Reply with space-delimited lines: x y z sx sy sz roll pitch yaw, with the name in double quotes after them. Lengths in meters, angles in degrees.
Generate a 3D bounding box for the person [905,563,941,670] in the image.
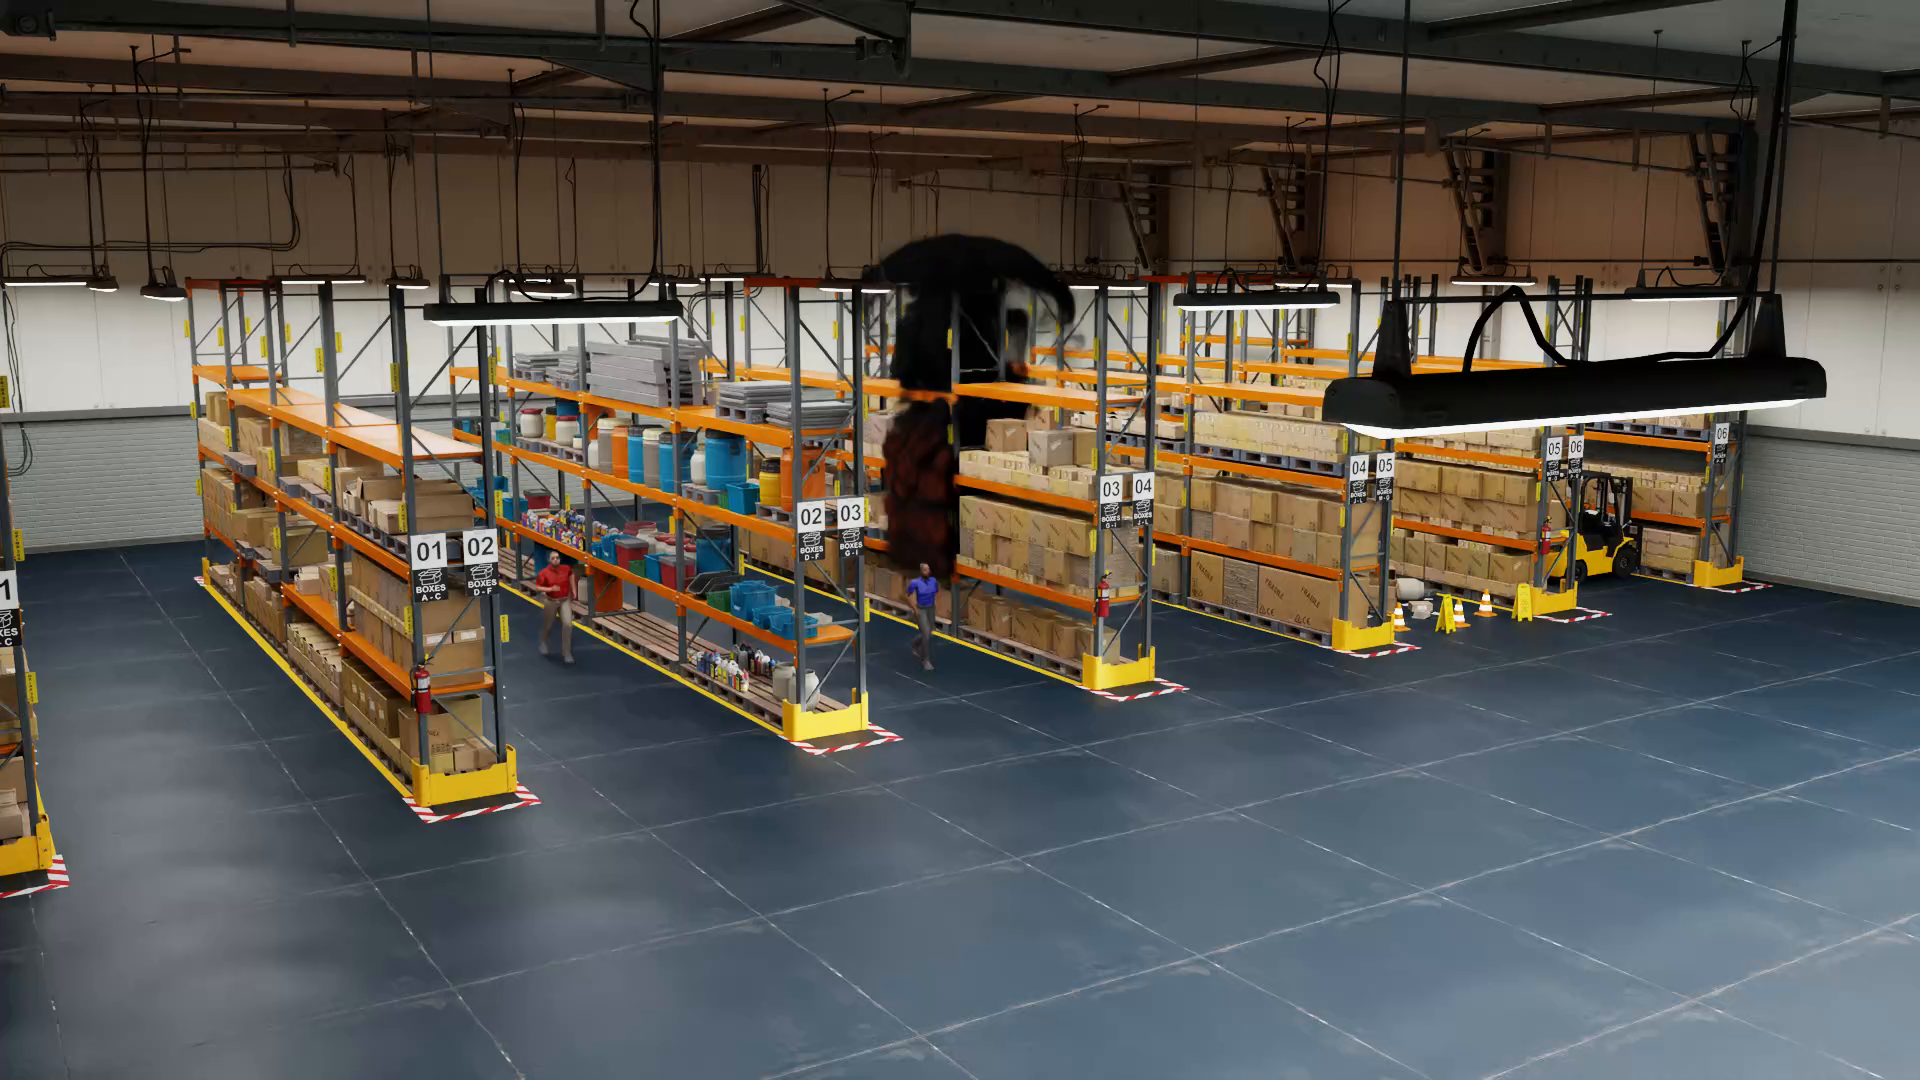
-0.601 1.171 26.192 0.567 1.691 0.747 -6 11 -32 "person"

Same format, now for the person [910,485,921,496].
-1.048 -1.480 41.876 0.648 1.726 0.593 3 10 15 "person"

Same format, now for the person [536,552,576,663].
-6.470 1.049 26.649 0.672 1.785 0.930 -5 11 -28 "person"
